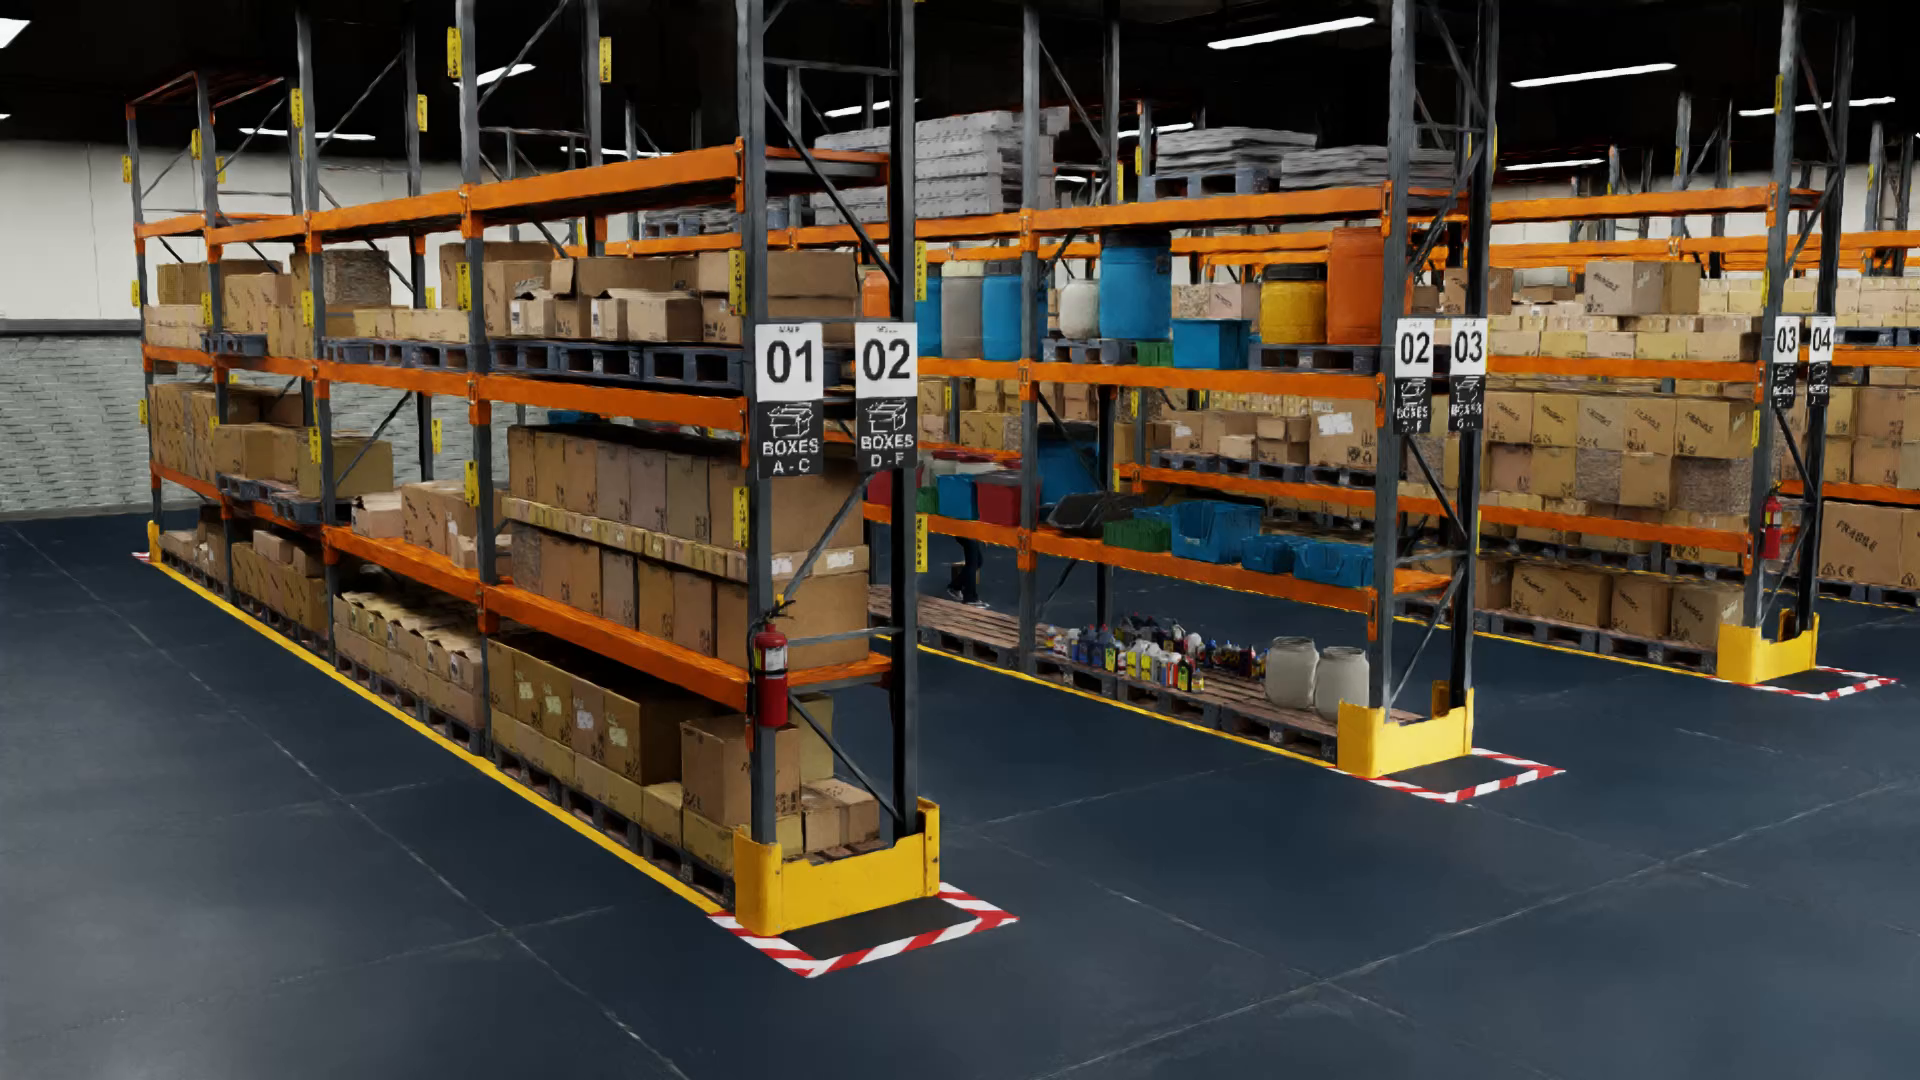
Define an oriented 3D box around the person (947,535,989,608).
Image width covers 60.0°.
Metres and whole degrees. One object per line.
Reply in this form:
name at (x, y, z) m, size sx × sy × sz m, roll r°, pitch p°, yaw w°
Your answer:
person at (0.102, -0.050, 18.235) m, size 0.389 × 1.556 × 0.522 m, roll -3°, pitch 9°, yaw -20°
